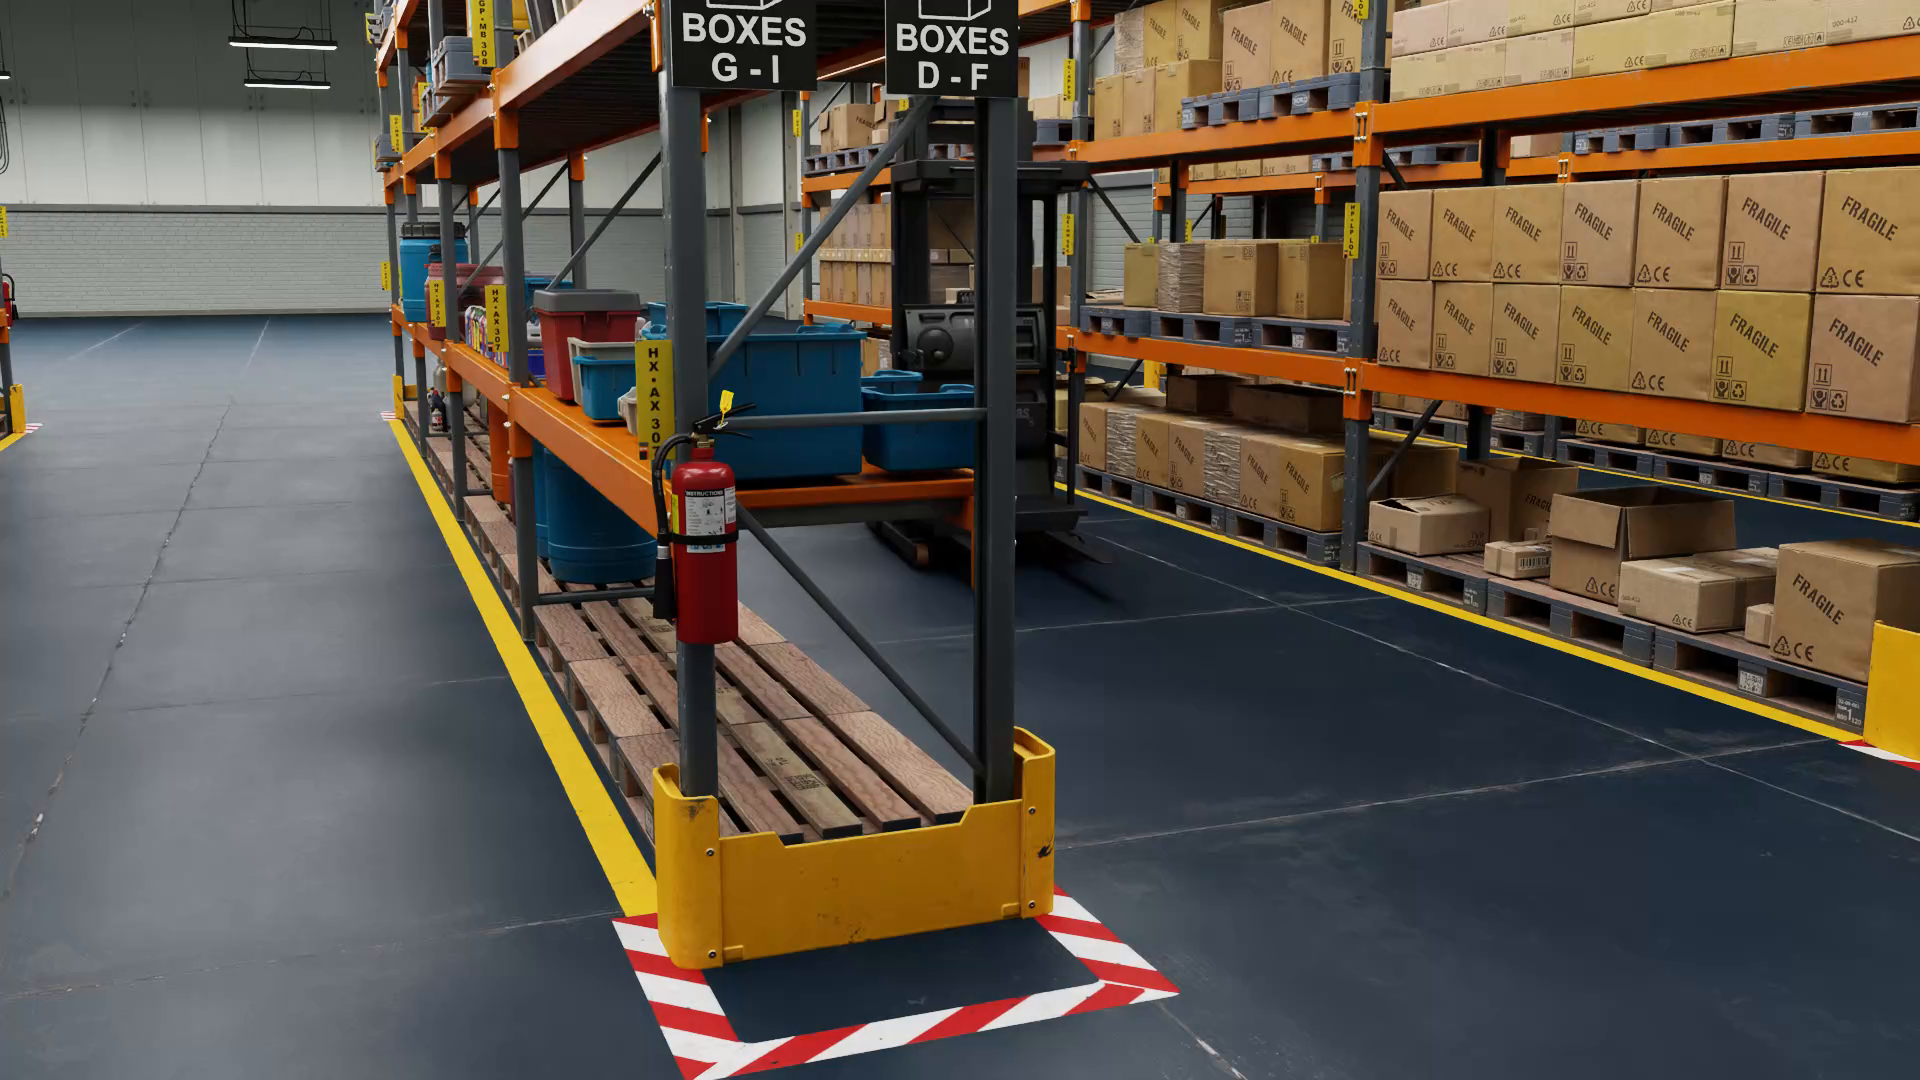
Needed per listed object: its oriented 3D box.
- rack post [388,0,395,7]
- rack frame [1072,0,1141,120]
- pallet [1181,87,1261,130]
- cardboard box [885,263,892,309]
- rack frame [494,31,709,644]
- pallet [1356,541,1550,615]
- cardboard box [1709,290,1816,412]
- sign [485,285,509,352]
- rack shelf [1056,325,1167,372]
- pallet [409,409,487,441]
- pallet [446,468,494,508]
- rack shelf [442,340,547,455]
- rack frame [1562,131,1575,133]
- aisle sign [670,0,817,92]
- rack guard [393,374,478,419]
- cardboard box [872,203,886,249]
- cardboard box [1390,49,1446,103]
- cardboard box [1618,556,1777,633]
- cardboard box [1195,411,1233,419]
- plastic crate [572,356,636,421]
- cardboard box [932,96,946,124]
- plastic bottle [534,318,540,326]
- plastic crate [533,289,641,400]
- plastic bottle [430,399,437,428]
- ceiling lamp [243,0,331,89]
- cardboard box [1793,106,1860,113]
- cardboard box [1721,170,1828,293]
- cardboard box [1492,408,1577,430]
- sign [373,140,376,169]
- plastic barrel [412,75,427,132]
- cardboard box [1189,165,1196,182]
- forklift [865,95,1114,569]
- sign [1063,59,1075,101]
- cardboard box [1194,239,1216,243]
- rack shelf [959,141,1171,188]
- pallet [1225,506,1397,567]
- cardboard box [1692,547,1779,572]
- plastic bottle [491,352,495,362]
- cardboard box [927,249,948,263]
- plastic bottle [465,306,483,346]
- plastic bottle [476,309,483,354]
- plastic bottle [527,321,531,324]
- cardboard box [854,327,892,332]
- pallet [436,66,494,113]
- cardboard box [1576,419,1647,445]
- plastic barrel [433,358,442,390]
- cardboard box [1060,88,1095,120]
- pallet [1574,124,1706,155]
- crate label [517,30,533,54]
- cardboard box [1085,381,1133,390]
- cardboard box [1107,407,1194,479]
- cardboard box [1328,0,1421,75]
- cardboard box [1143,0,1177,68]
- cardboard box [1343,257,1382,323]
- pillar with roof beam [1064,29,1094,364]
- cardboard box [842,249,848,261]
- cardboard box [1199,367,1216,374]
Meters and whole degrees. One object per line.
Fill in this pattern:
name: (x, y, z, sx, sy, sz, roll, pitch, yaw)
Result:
rack post: (-5.389, -5.552, 17.151, 0.937, 0.300, 0.954, -4, 11, -22)
rack frame: (1.396, -4.911, 13.334, 1.000, 3.000, 0.127, -4, 11, -21)
pallet: (2.296, -2.969, 11.517, 1.213, 0.211, 1.003, -4, 11, -21)
cardboard box: (-0.417, -2.817, 18.408, 0.700, 0.500, 0.500, -4, 11, -21)
rack frame: (-1.772, -0.991, 8.425, 1.000, 3.000, 0.127, -4, 11, -21)
pallet: (3.094, 0.181, 9.803, 1.003, 0.211, 1.213, -4, 11, -21)
cardboard box: (3.688, -0.841, 7.298, 0.500, 0.500, 0.500, -4, 11, -20)
sign: (-2.286, -1.092, 8.206, 0.100, 0.325, 0.005, -4, 11, -21)
rack shelf: (0.671, -1.930, 15.758, 1.077, 0.370, 4.000, -4, 11, -21)
pallet: (-5.322, -1.235, 17.763, 1.003, 0.211, 1.213, -4, 11, -21)
pallet: (-3.466, -0.400, 13.065, 1.003, 0.211, 1.213, -4, 11, -21)
rack shelf: (-2.497, -0.963, 10.323, 1.077, 0.370, 4.000, -4, 11, -21)
rack frame: (6.012, -5.226, 15.105, 1.000, 3.000, 0.127, -4, 11, -21)
aisle sign: (-0.570, -1.587, 4.356, 0.394, 0.787, 0.004, -4, 11, -21)
rack guard: (-6.049, -1.709, 19.603, 1.175, 0.500, 0.348, -4, 11, -21)
cardboard box: (-0.585, -3.535, 18.736, 0.700, 0.500, 0.500, -4, 11, -21)
cardboard box: (2.791, -2.612, 9.405, 0.500, 0.250, 0.500, -4, 11, -21)
cardboard box: (3.552, 0.255, 8.014, 0.500, 0.250, 0.500, -4, 11, -21)
cardboard box: (2.141, -0.721, 12.790, 0.500, 0.500, 0.500, -4, 11, -23)
plastic crate: (-1.306, -0.604, 6.557, 0.416, 0.233, 0.300, -4, 11, -21)
cardboard box: (0.010, -4.511, 17.766, 0.500, 0.500, 0.500, -3, 11, -16)
plastic bottle: (-2.343, -1.135, 9.377, 0.144, 0.351, 0.185, -4, 11, -21)
plastic crate: (-1.682, -0.890, 7.506, 0.402, 0.464, 0.583, -4, 11, -21)
plastic bottle: (-5.153, -1.233, 16.289, 0.061, 0.283, 0.133, -3, 11, -18)
ceiling lamp: (-16.763, -12.832, 41.196, 2.000, 3.185, 0.800, -4, 11, -21)
cardboard box: (6.983, -3.600, 12.984, 0.700, 0.500, 0.500, -4, 11, -22)
cardboard box: (3.694, -1.331, 7.196, 0.500, 0.500, 0.500, -4, 11, -19)
cardboard box: (5.702, -1.373, 16.453, 0.700, 0.500, 0.500, -4, 11, -20)
sign: (-6.635, -4.397, 18.981, 0.100, 0.325, 0.005, -4, 11, -21)
plastic barrel: (-5.826, -4.773, 18.699, 0.600, 0.830, 0.708, -4, 11, -21)
cardboard box: (3.162, -4.954, 21.797, 0.500, 0.500, 0.500, -3, 11, -17)
forklift: (0.161, -1.337, 10.566, 1.130, 2.935, 3.031, -3, 10, -15)
sign: (0.876, -3.694, 13.354, 0.100, 0.325, 0.005, -4, 11, -21)
cardboard box: (3.357, -3.620, 21.438, 0.500, 0.500, 0.500, -4, 11, -23)
rack shelf: (0.671, -3.407, 15.495, 1.077, 0.370, 4.000, -4, 11, -21)
pallet: (2.516, -0.062, 11.166, 1.003, 0.211, 1.213, -4, 11, -21)
cardboard box: (4.000, 0.216, 8.239, 0.500, 0.250, 0.500, -4, 11, -21)
plastic bottle: (-2.791, -1.214, 10.012, 0.061, 0.283, 0.133, -4, 11, -21)
cardboard box: (-0.351, -3.010, 17.638, 0.380, 0.149, 0.250, -4, 11, -21)
plastic bottle: (-3.366, -1.492, 11.594, 0.152, 0.276, 0.135, -4, 11, -21)
plastic bottle: (-3.109, -1.357, 10.818, 0.061, 0.283, 0.133, -4, 11, -21)
plastic bottle: (-2.410, -1.096, 9.156, 0.144, 0.351, 0.185, -4, 11, -21)
cardboard box: (-1.031, -2.417, 20.953, 0.500, 0.500, 0.500, -4, 11, -21)
pallet: (-2.561, -2.681, 9.903, 1.003, 0.211, 1.213, -4, 11, -21)
cardboard box: (6.156, -1.292, 15.060, 0.750, 0.750, 0.750, -4, 11, -22)
plastic barrel: (-5.811, -1.829, 19.041, 0.421, 0.512, 0.421, 0, 10, 0)
cardboard box: (1.179, -3.638, 13.969, 0.500, 0.250, 0.500, -5, 11, -25)
pallet: (6.295, -3.555, 14.812, 1.213, 0.211, 1.003, -3, 11, -18)
crate label: (-1.864, -2.240, 7.634, 0.293, 0.136, 0.466, -4, 11, -21)
cardboard box: (1.282, -1.276, 15.079, 0.500, 0.311, 0.500, -4, 11, -22)
cardboard box: (1.490, -0.766, 13.042, 0.500, 0.500, 0.500, -4, 11, -23)
cardboard box: (2.732, -3.173, 10.361, 0.600, 0.600, 0.600, -5, 11, -26)
cardboard box: (1.733, -3.821, 12.630, 0.500, 0.500, 0.500, -4, 11, -21)
cardboard box: (2.883, -1.652, 10.658, 0.700, 0.500, 0.500, -9, 13, -40)
pillar with roof beam: (-2.014, -7.179, 26.082, 9.100, 9.000, 0.400, -4, 11, -21)
cardboard box: (-1.186, -3.386, 19.751, 0.380, 0.149, 0.250, -4, 11, -23)
cardboard box: (3.486, -2.259, 21.978, 0.500, 0.311, 0.500, -3, 11, -16)
